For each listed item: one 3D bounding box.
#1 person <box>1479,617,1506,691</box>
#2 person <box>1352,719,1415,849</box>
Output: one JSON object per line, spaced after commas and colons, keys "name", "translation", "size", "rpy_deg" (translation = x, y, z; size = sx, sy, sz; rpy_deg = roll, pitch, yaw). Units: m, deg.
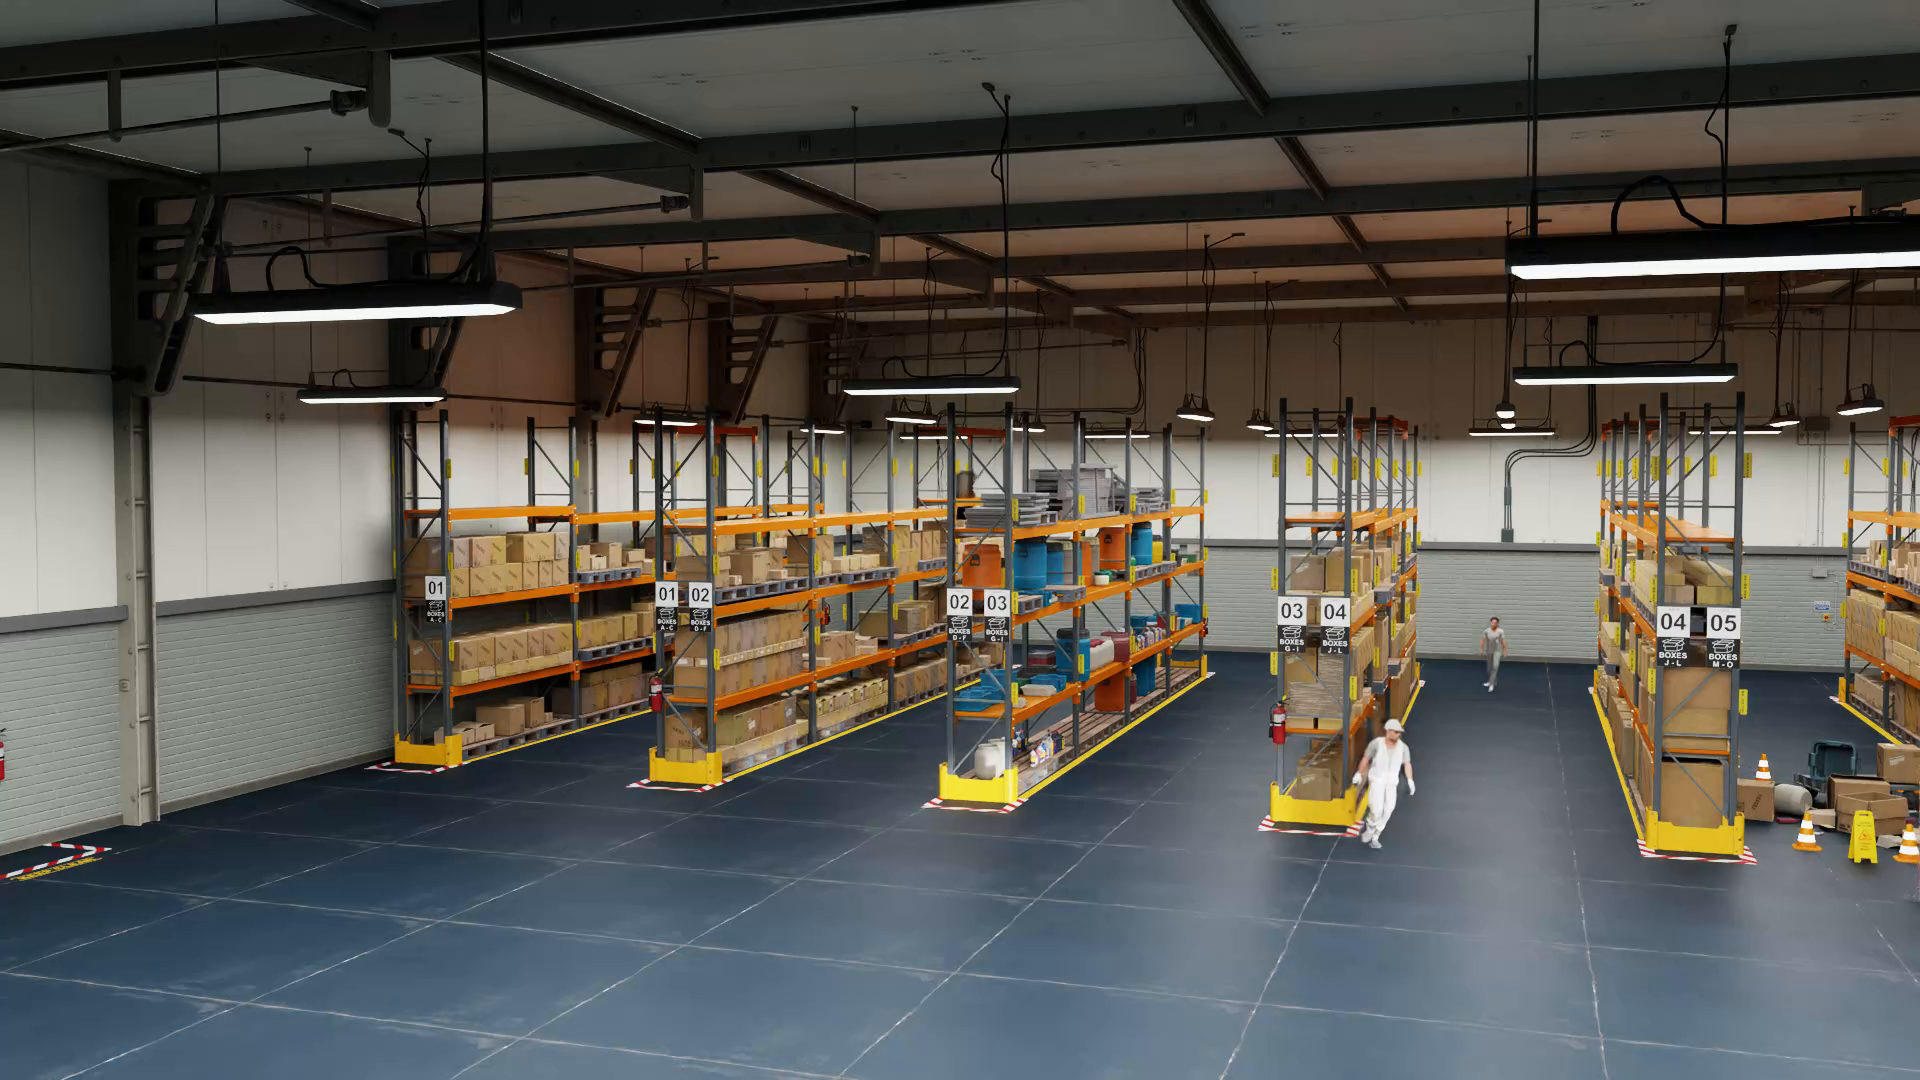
{"name": "person", "translation": [12.008, 2.540, 37.464], "size": [0.555, 1.622, 0.894], "rpy_deg": [1, 3, 27]}
{"name": "person", "translation": [5.568, 3.197, 21.780], "size": [0.659, 1.739, 0.651], "rpy_deg": [0, 2, -11]}
